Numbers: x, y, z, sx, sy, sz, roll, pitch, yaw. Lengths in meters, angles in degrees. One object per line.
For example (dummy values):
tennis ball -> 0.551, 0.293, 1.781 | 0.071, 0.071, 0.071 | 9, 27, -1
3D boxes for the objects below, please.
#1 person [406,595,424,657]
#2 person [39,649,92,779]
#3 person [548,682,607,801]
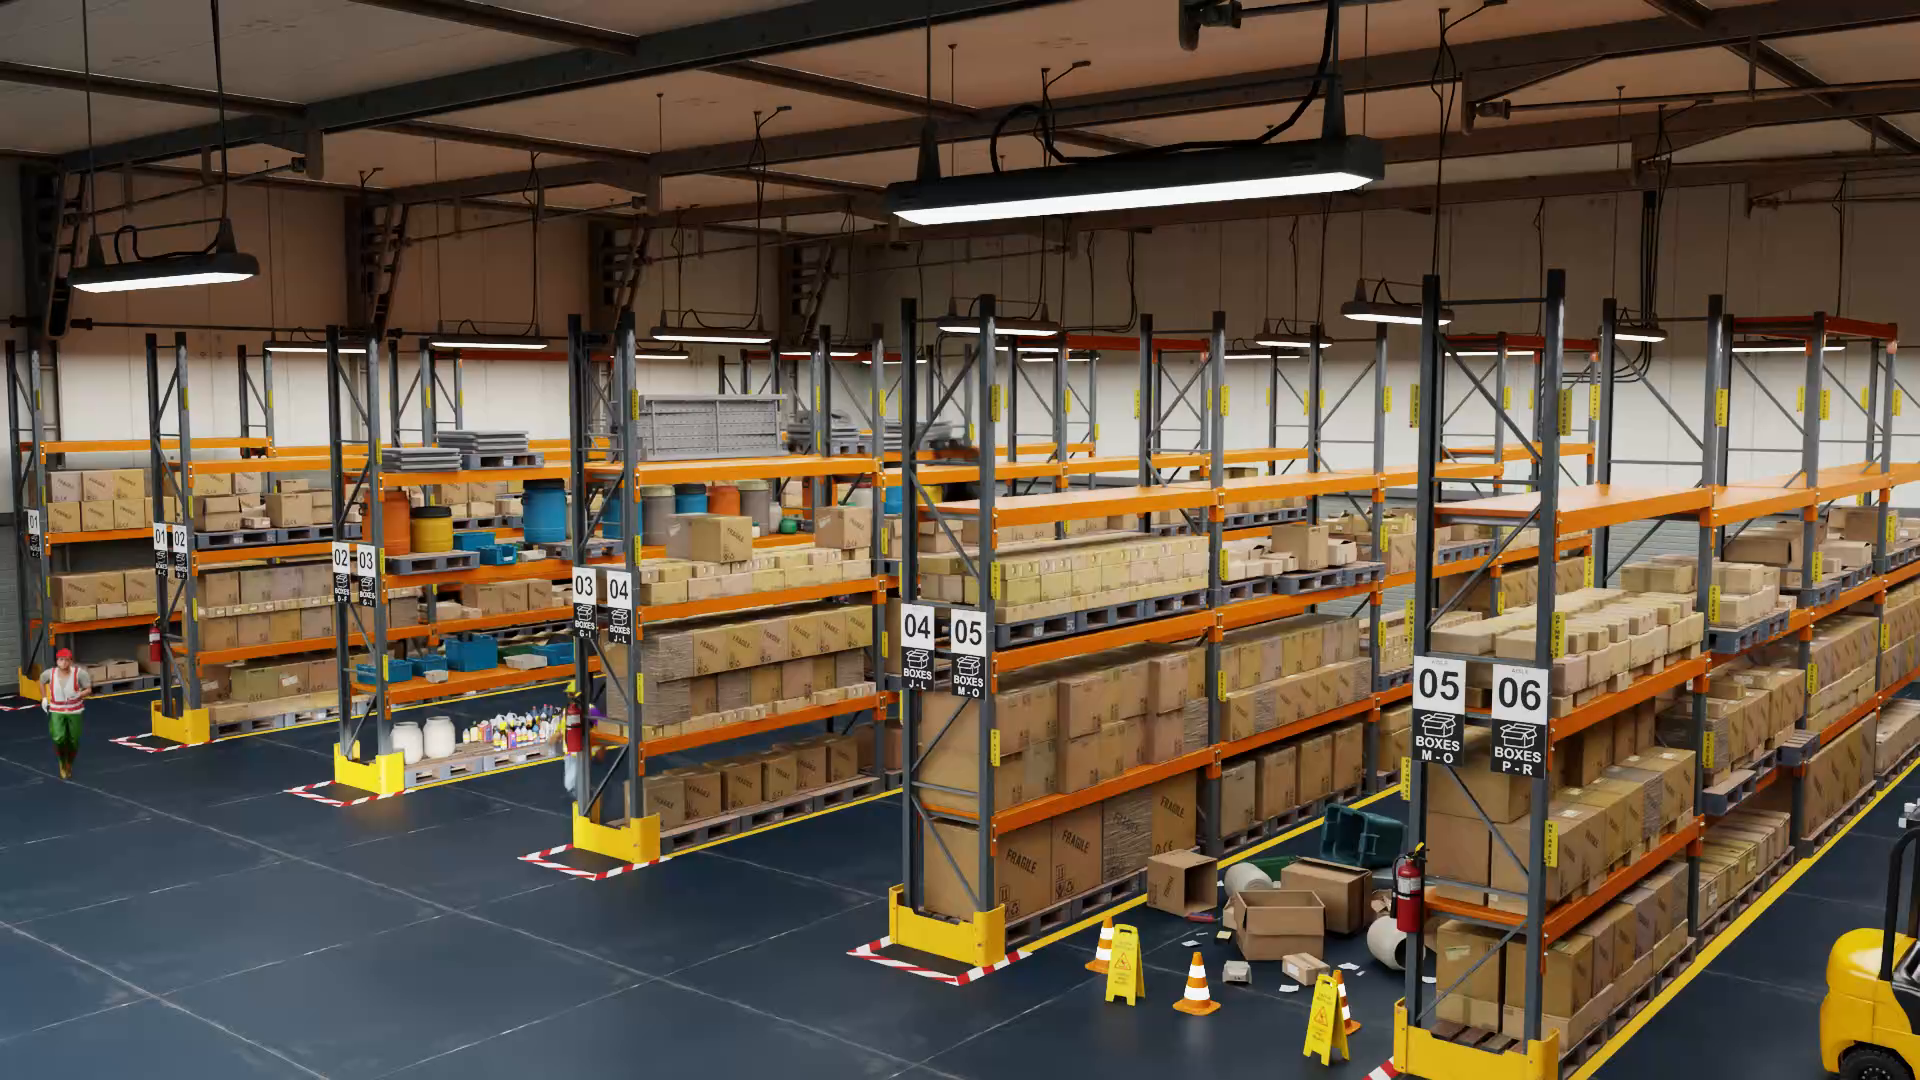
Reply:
person -> -9.683, 1.699, 29.509 | 0.583, 1.662, 0.558 | 4, 6, 35
person -> -11.851, 2.303, 22.065 | 0.615, 1.762, 0.790 | -3, 6, -29
person -> -4.563, 2.535, 19.768 | 0.690, 1.703, 0.584 | 4, 6, 37
